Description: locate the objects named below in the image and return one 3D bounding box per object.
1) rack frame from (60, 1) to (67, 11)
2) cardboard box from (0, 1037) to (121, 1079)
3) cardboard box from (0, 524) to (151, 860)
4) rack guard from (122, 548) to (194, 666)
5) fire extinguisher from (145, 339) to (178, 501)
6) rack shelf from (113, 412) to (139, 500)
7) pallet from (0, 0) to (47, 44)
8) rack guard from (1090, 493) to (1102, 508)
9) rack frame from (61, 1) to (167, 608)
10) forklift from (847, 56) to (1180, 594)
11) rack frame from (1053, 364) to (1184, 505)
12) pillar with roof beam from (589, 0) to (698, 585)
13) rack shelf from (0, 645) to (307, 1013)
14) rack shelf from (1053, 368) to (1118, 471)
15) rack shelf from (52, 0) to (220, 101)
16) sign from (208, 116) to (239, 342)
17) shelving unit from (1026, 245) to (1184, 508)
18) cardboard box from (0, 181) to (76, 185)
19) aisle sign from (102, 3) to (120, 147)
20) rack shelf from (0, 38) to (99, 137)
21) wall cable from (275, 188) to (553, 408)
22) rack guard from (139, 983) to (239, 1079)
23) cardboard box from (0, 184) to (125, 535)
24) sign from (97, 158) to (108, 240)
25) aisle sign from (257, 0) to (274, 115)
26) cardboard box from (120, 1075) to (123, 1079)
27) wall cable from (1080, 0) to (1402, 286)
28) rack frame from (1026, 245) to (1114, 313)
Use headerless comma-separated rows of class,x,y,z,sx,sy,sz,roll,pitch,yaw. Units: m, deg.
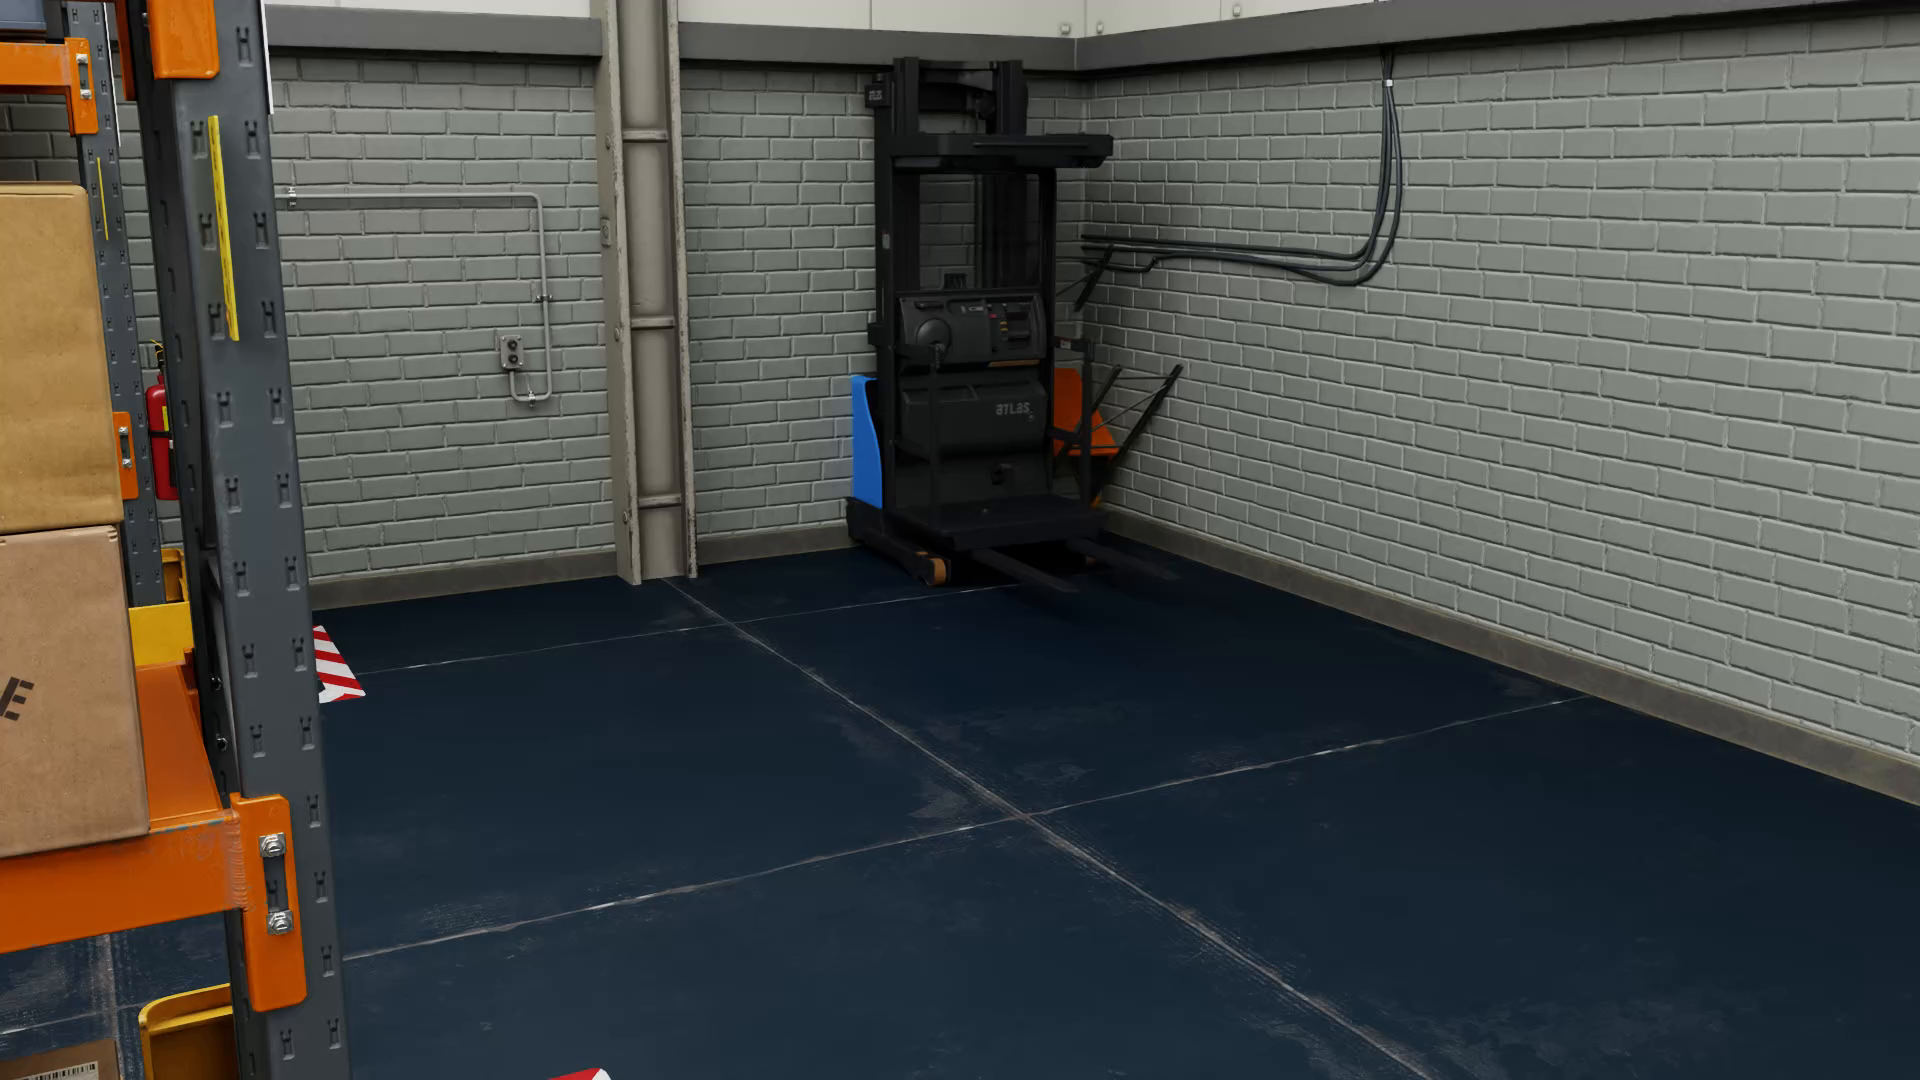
rack frame,-3.721,-3.733,6.701,0.127,3.000,1.000,-7,14,-28
cardboard box,-1.703,1.257,2.881,0.500,0.500,0.500,-7,14,-28
cardboard box,-1.607,0.199,2.666,0.500,0.500,0.500,-6,14,-26
rack guard,-3.700,0.411,7.646,0.348,0.500,1.175,-7,14,-28
fire extinguisher,-3.367,-0.514,7.085,0.183,0.674,0.296,-7,14,-28
rack shelf,-5.476,-0.245,6.504,4.000,0.370,1.077,-7,14,-28
pallet,-4.367,-2.146,6.685,1.213,0.211,1.003,-7,14,-28
rack guard,0.622,-0.200,10.842,0.587,0.250,0.087,-4,55,-30
rack frame,-3.721,-0.806,7.360,0.127,3.000,1.000,-7,14,-28
forklift,0.179,-1.276,9.602,1.130,2.935,3.031,-6,14,-26
rack frame,0.853,-0.579,10.401,0.500,1.500,0.032,-4,55,-30
pillar with roof beam,0.297,-3.354,5.018,0.400,9.000,9.100,-7,14,-28
rack shelf,-3.100,0.709,2.264,4.000,0.370,1.077,-7,14,-28
rack shelf,0.609,-0.872,10.782,0.538,0.185,1.000,-4,55,-30
rack shelf,-3.100,-0.754,1.935,4.000,0.370,1.077,-7,14,-28
sign,-1.096,-0.462,2.473,0.005,0.325,0.100,-7,14,-28
shelving unit,0.678,-0.974,10.651,0.587,1.500,1.083,-4,55,-30
cardboard box,-1.860,-0.393,3.018,0.500,0.500,0.500,-6,14,-26
aisle sign,-3.514,-2.024,6.851,0.004,0.787,0.394,-7,14,-28
rack shelf,-5.476,-1.708,6.175,4.000,0.370,1.077,-7,14,-28
wall cable,-3.050,-1.619,8.657,1.851,1.984,0.084,-7,14,-28
rack guard,-1.411,1.375,3.359,0.348,0.500,1.175,-7,14,-28
cardboard box,-1.603,-0.289,2.556,0.500,0.500,0.500,-7,14,-28
sign,-3.473,-1.381,6.736,0.005,0.325,0.100,-7,14,-28
aisle sign,-1.137,-1.068,2.604,0.004,0.787,0.394,-7,14,-28
cardboard box,-1.876,1.302,3.483,0.250,0.149,0.380,-7,14,-28
wall cable,1.415,-2.744,9.380,0.112,2.526,3.097,-7,14,-28
rack frame,0.497,-1.384,10.909,0.500,1.500,0.032,-4,55,-30
